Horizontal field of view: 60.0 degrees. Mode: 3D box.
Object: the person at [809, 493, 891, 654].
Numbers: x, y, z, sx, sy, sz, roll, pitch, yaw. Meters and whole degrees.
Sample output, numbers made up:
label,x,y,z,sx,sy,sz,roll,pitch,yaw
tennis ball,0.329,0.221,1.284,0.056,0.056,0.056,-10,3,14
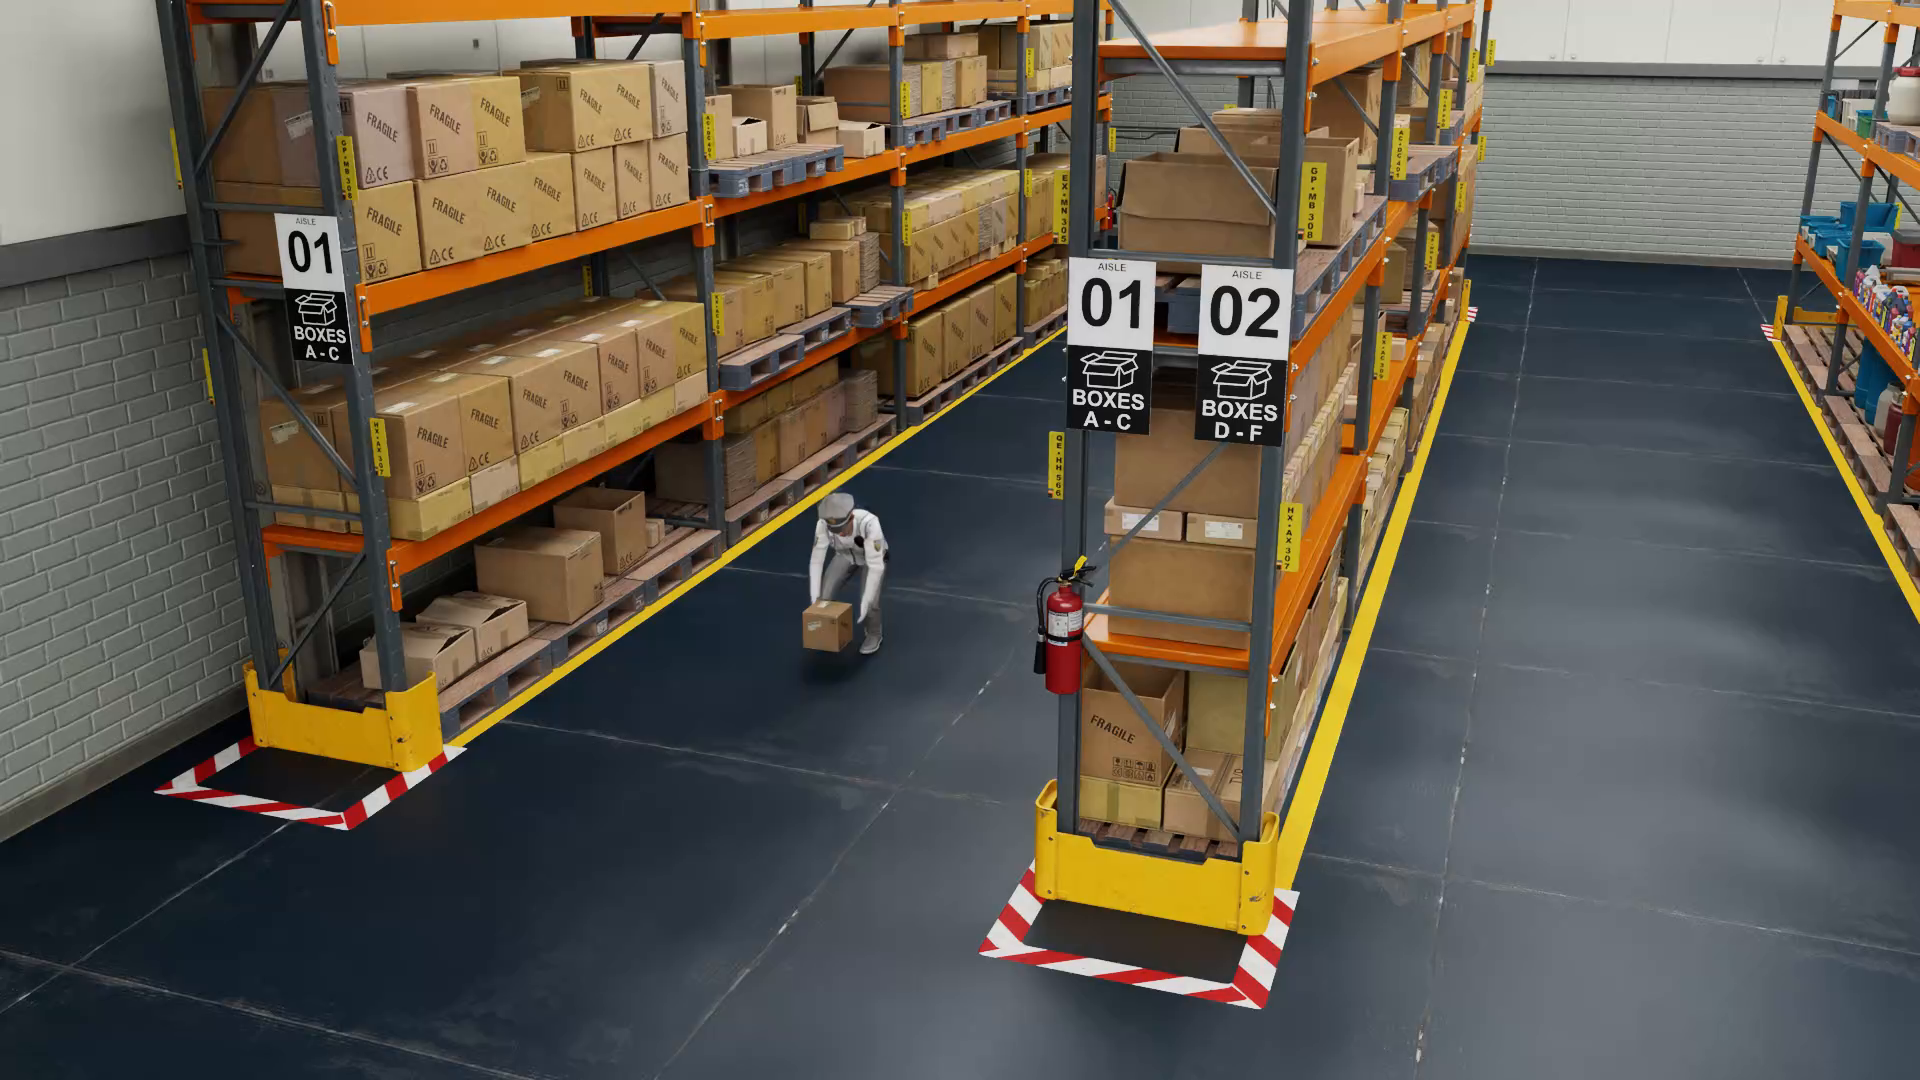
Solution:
label,x,y,z,sx,sy,sz,roll,pitch,yaw
person,-0.719,0.200,11.222,0.524,1.188,0.789,6,20,18
